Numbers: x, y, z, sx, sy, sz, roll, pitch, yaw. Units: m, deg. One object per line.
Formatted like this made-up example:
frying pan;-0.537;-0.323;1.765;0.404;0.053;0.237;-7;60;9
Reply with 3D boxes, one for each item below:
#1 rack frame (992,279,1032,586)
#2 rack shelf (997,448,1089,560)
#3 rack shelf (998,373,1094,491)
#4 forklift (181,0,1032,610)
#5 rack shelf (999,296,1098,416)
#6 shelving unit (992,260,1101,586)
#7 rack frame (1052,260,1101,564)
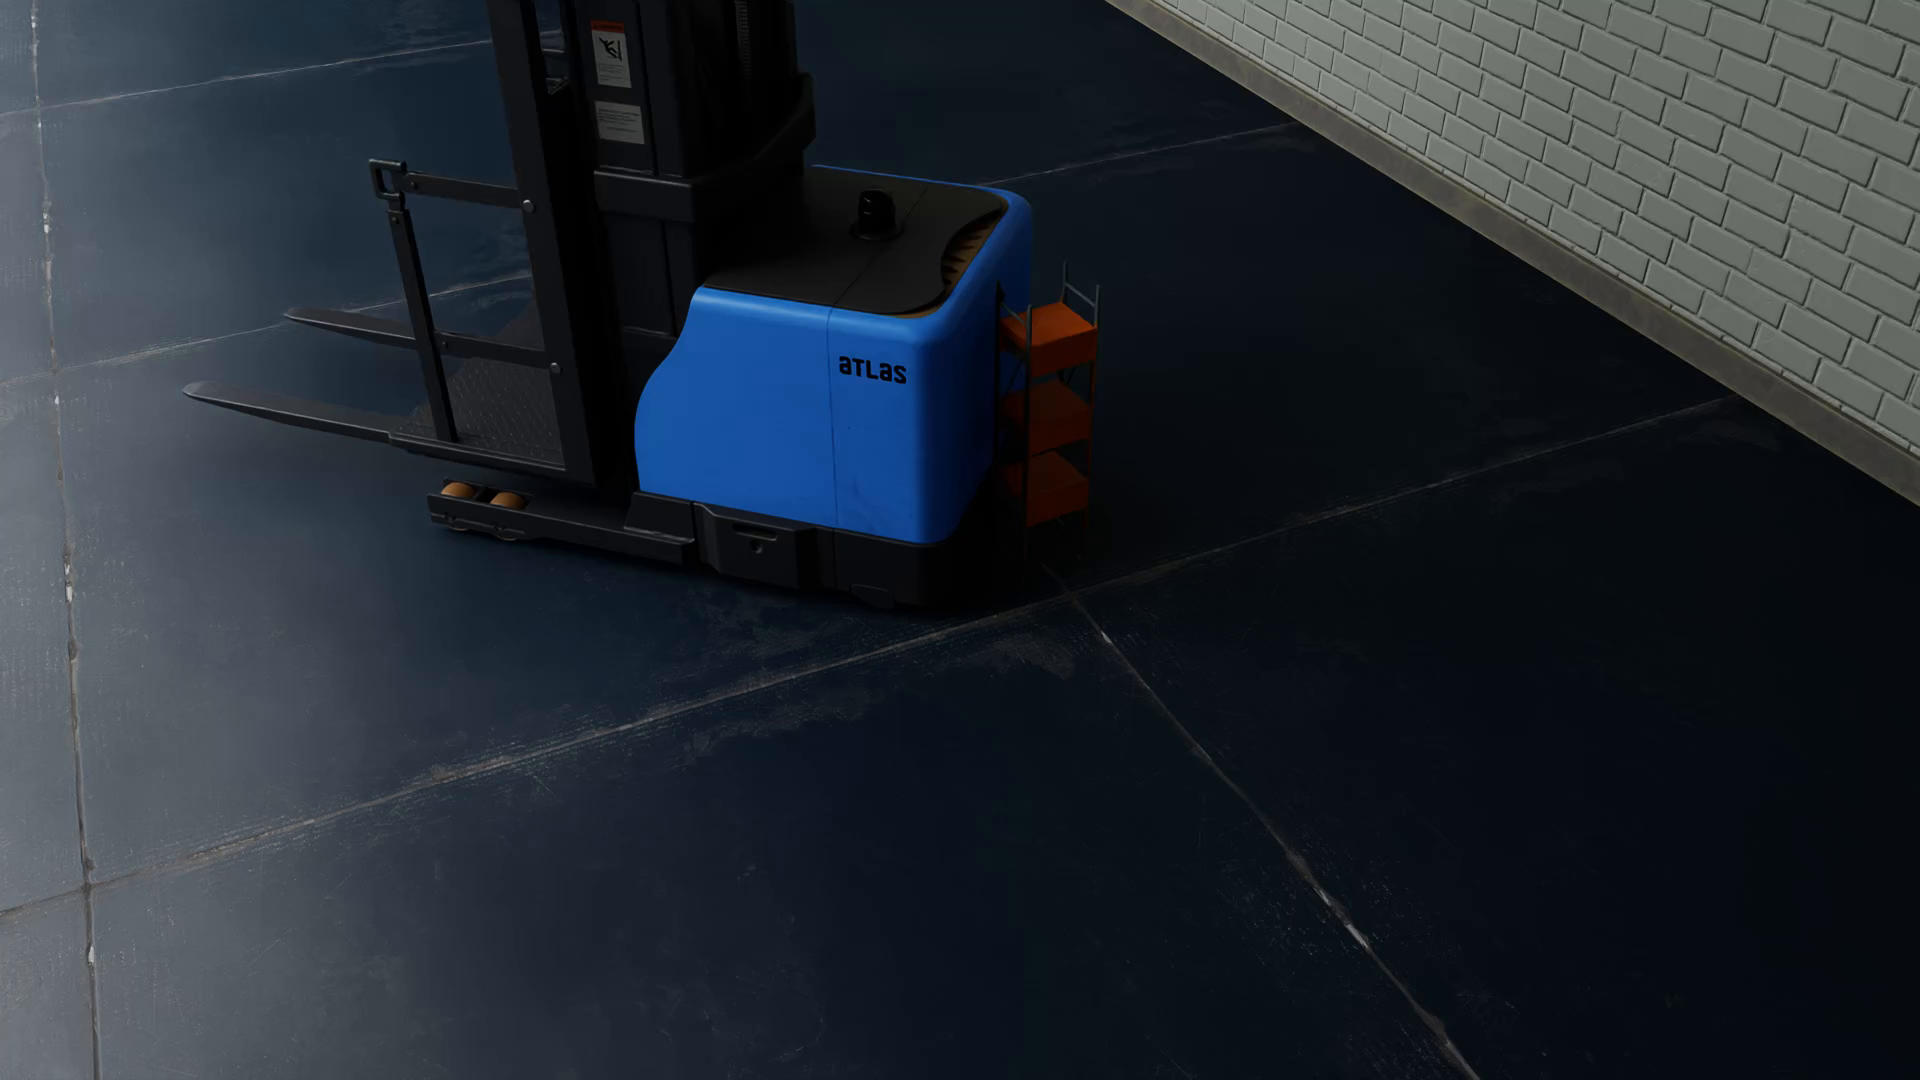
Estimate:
rack frame;0.161;-0.321;5.301;0.008;1.050;0.200;-19;41;-24
rack shelf;0.267;-0.125;5.522;0.240;0.259;0.215;-19;41;-24
rack shelf;0.267;-0.349;5.356;0.240;0.259;0.215;-19;41;-24
forklift;-1.323;-1.461;5.259;3.031;2.935;1.130;11;38;14
rack shelf;0.267;-0.576;5.187;0.240;0.259;0.215;-19;41;-24
shelving unit;0.267;-0.357;5.350;0.252;1.050;0.215;-19;41;-24
rack frame;0.373;-0.393;5.399;0.008;1.050;0.200;-19;41;-24
